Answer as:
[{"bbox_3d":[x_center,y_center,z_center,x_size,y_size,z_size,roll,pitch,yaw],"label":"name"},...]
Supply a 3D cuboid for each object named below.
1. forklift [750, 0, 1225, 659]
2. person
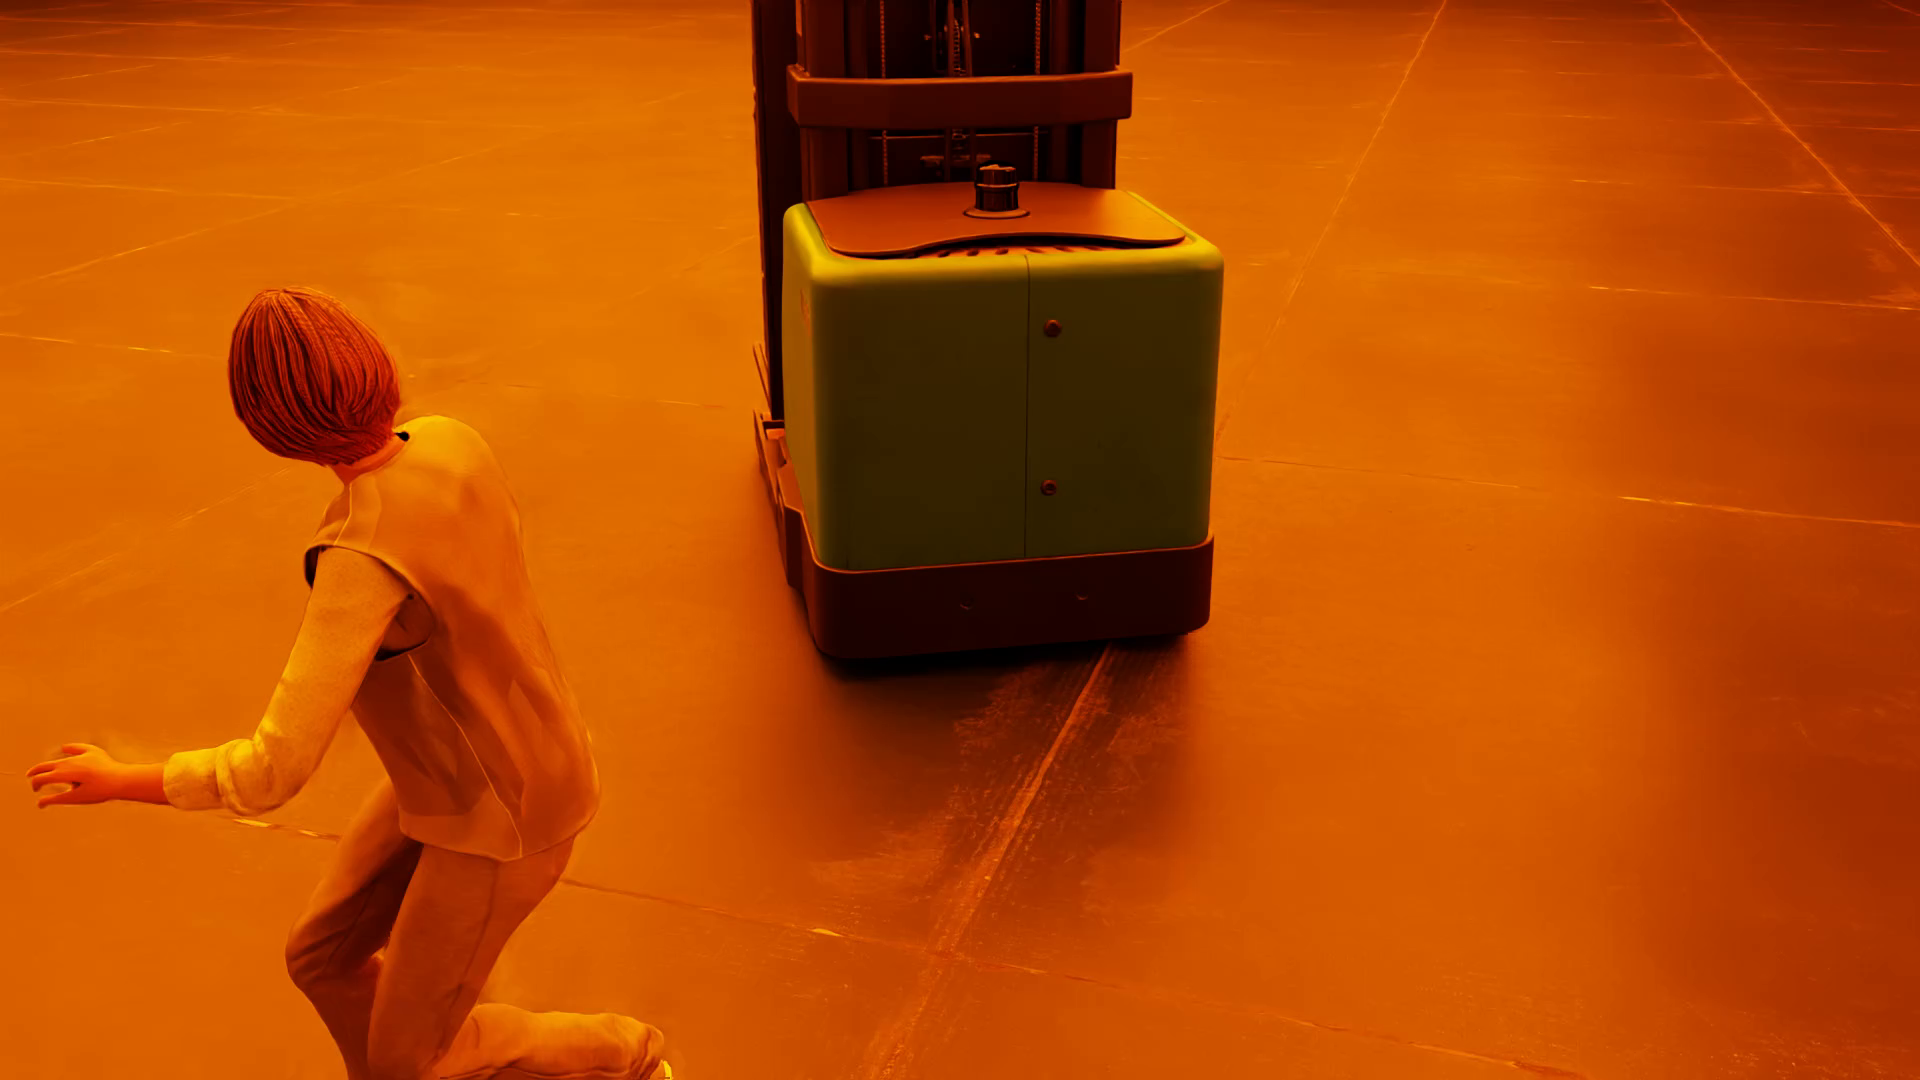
[{"bbox_3d":[-0.112,-1.584,5.116,1.130,2.935,3.031,-4,23,-10],"label":"forklift"},{"bbox_3d":[-0.839,0.347,2.369,0.770,1.478,0.745,-6,23,-15],"label":"person"}]
